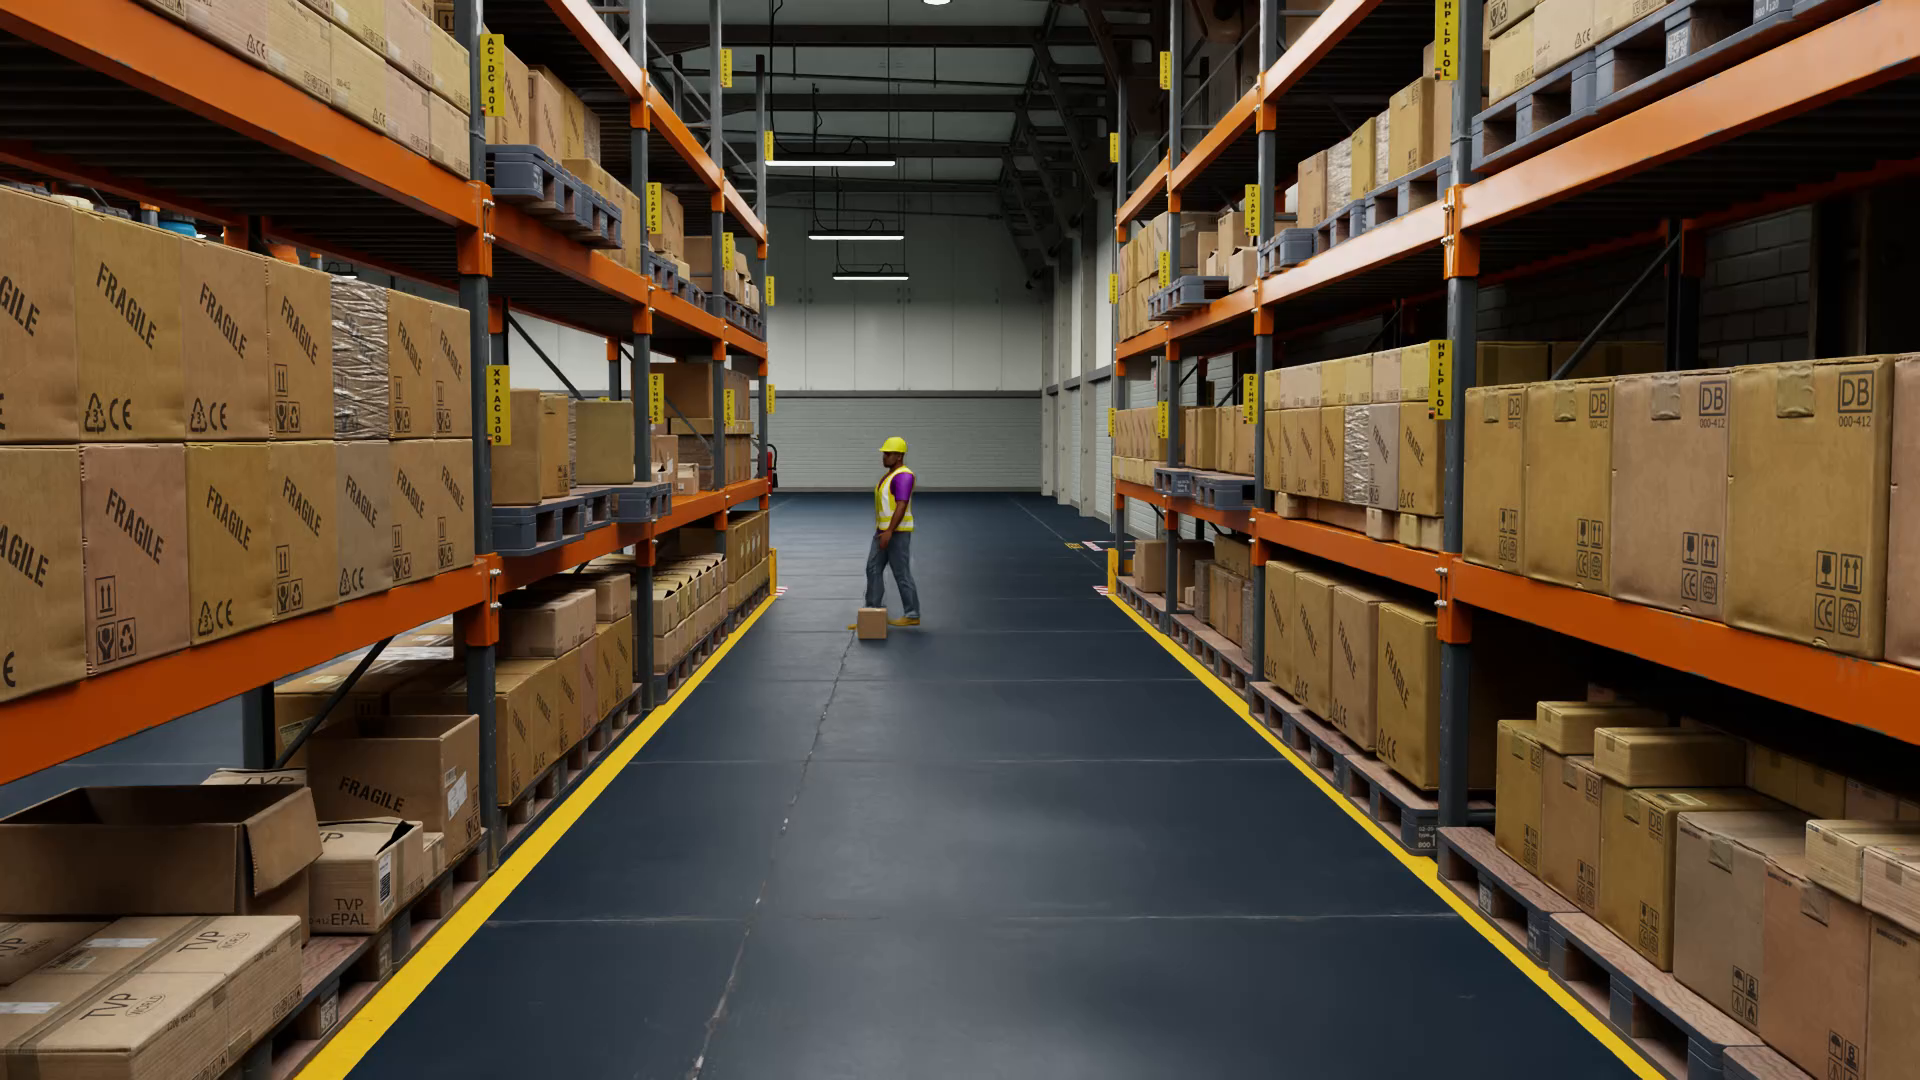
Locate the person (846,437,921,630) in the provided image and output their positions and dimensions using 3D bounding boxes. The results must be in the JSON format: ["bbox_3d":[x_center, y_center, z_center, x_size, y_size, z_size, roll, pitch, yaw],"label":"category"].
[{"bbox_3d":[-0.679,-0.048,15.327,0.665,1.791,0.620,-2,4,-22],"label":"person"}]
